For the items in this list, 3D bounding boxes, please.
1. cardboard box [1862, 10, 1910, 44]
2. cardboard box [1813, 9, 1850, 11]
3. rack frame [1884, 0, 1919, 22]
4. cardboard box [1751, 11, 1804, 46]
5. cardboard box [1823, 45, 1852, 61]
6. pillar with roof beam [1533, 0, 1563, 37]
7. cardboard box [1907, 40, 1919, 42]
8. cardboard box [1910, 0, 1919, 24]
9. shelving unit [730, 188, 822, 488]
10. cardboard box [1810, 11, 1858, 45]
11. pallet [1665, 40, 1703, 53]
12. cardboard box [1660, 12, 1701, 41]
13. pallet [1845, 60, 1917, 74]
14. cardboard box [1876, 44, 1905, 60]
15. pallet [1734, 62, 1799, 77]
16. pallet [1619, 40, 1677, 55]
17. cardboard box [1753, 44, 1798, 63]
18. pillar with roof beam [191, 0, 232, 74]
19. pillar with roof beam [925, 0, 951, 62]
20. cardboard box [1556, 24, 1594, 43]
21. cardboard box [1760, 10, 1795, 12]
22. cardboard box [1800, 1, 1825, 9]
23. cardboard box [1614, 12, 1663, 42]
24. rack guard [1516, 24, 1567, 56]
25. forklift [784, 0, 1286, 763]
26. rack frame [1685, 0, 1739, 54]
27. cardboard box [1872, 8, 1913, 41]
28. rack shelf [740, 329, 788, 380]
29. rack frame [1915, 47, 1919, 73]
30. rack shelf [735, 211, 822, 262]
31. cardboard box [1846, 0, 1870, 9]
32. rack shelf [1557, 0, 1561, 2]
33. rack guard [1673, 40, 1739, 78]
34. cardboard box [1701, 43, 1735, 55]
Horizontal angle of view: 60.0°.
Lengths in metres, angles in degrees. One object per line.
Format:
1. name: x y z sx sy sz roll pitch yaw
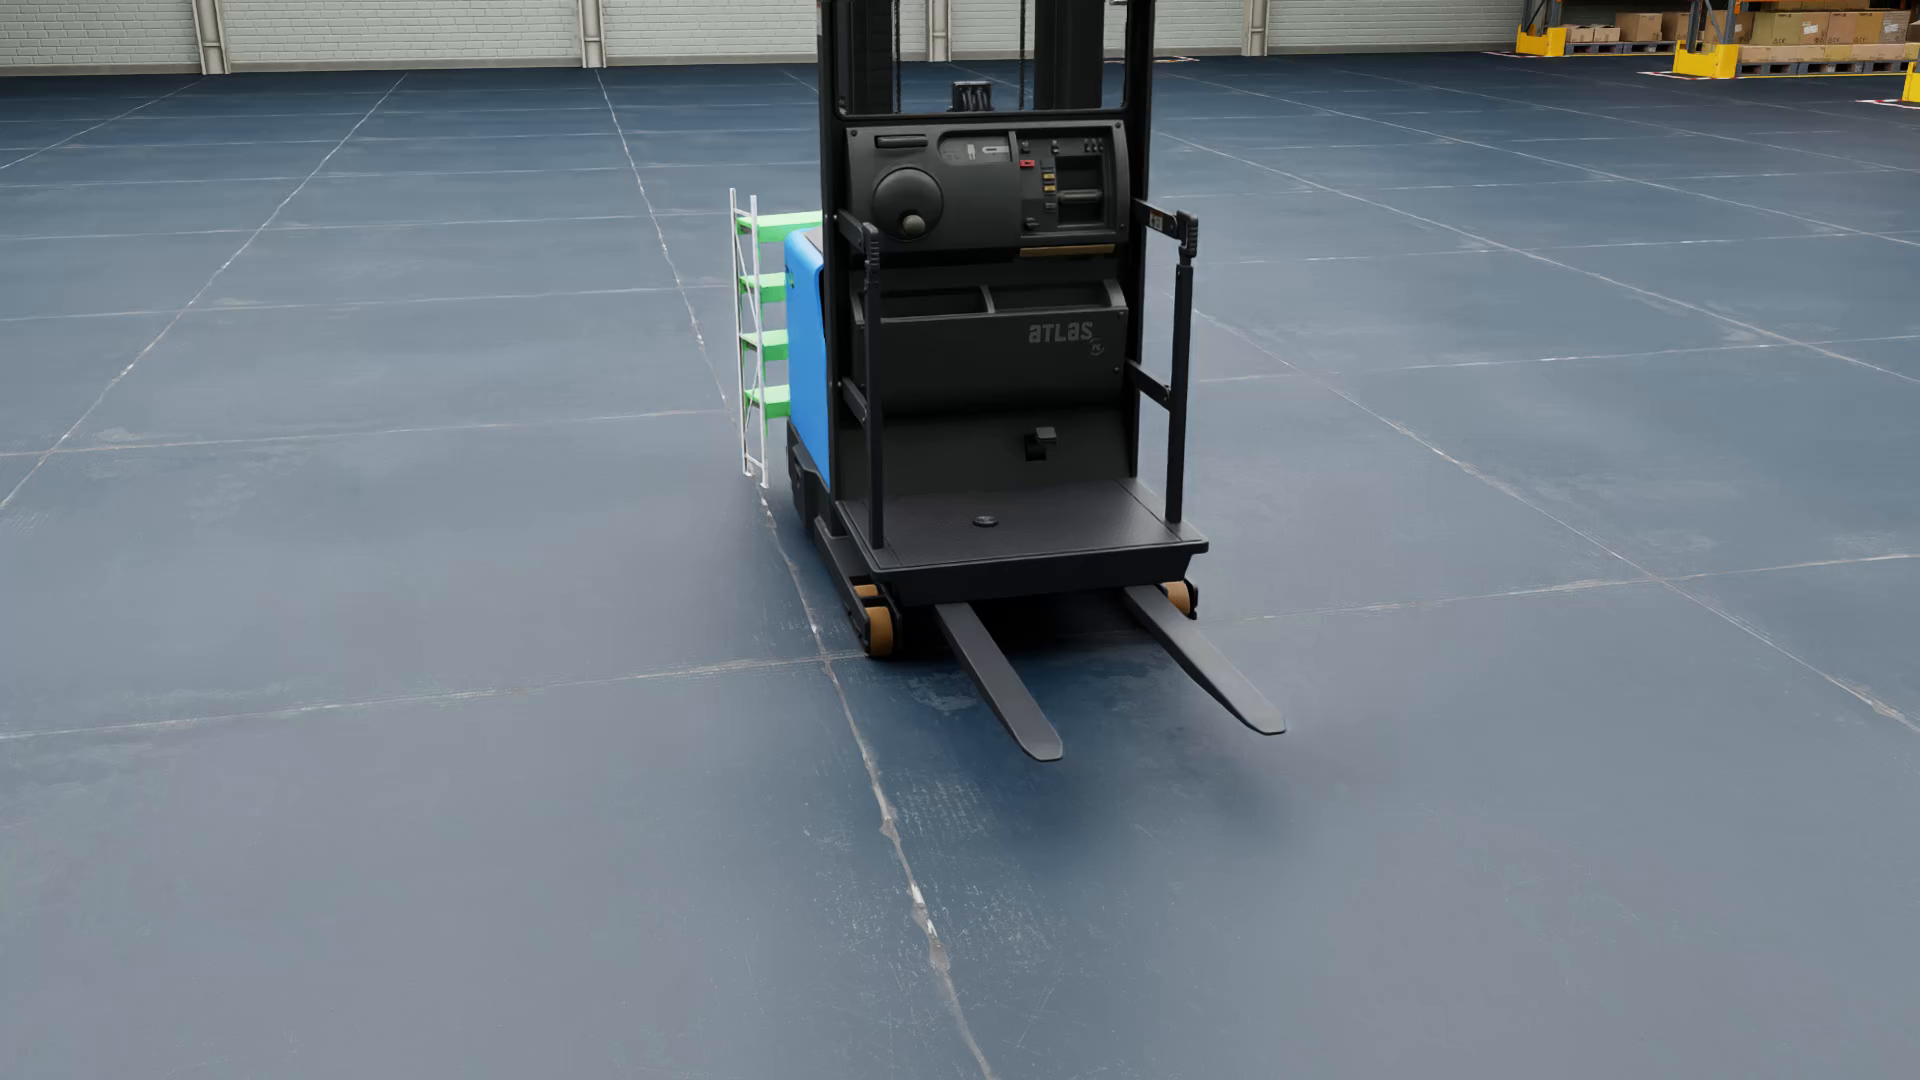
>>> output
1. cardboard box: 14.959 -8.312 26.941 0.500 0.500 0.500 -5 21 -12
2. cardboard box: 14.353 -8.446 27.308 0.500 0.500 0.500 -5 21 -12
3. rack frame: 18.599 -11.174 32.456 0.127 3.000 1.000 -5 21 -12
4. cardboard box: 13.016 -8.149 26.496 0.500 0.500 0.500 -5 21 -12
5. cardboard box: 13.990 -7.875 26.838 0.500 0.250 0.500 -5 21 -12
6. pillar with roof beam: 12.286 -12.261 26.704 0.400 9.000 9.100 -5 21 -12
7. cardboard box: 16.186 -8.235 27.822 0.500 0.250 0.500 -5 21 -13
8. cardboard box: 19.344 -10.376 32.793 0.750 0.750 0.750 -5 21 -13
9. shelving unit: -0.647 -0.856 6.906 0.503 1.200 0.258 -11 23 -27
10. cardboard box: 13.990 -8.227 26.708 0.500 0.500 0.500 -5 21 -12
11. pallet: 14.061 -9.483 31.894 1.213 0.211 1.003 -5 21 -12
12. cardboard box: 13.705 -9.794 31.686 0.500 0.500 0.500 -6 21 -17
13. pallet: 15.066 -7.841 27.412 1.213 0.211 1.003 -5 21 -12
14. cardboard box: 14.960 -7.959 27.068 0.500 0.250 0.500 -5 21 -12
15. pallet: 12.691 -7.648 26.885 1.213 0.211 1.003 -5 21 -12
16. pallet: 12.871 -9.385 31.627 1.213 0.211 1.003 -5 21 -12
17. cardboard box: 13.016 -7.797 26.627 0.500 0.250 0.500 -5 21 -12
18. pillar with roof beam: -11.070 -10.362 21.518 0.400 9.000 9.100 -5 21 -12
19. pillar with roof beam: 0.608 -11.311 24.111 0.400 9.000 9.100 -5 21 -12
20. cardboard box: 11.507 -9.509 31.182 0.500 0.311 0.500 -7 21 -19
21. cardboard box: 13.380 -8.367 27.091 0.500 0.500 0.500 -5 21 -12
22. cardboard box: 16.352 -10.384 32.206 0.500 0.250 0.500 -5 21 -14
23. cardboard box: 12.788 -9.684 31.385 0.500 0.500 0.700 -6 21 -16
24. rack guard: 10.887 -9.373 31.174 0.348 0.500 1.175 -5 21 -12
25. forklift: 0.152 -1.148 5.186 1.130 2.935 3.031 -5 21 -13
26. rack frame: 11.957 -8.883 26.202 0.127 3.000 1.000 -5 21 -12
27. cardboard box: 15.326 -8.525 27.524 0.500 0.500 0.500 -5 21 -12
28. rack shelf: -0.647 -0.796 6.928 0.480 0.148 0.258 -11 23 -27
29. rack frame: 13.093 -7.224 21.675 0.127 3.000 1.000 -5 21 -12
30. rack shelf: -0.648 -1.247 6.763 0.480 0.148 0.258 -11 23 -27
31. cardboard box: 17.341 -10.460 32.413 0.500 0.250 0.500 -4 21 -11
32. rack shelf: 12.760 -10.361 31.284 4.000 0.370 1.077 -5 21 -12
33. rack guard: 11.934 -7.707 26.627 0.348 0.500 1.175 -5 21 -12
34. cardboard box: 12.411 -7.930 26.989 0.500 0.250 0.500 -5 21 -12
